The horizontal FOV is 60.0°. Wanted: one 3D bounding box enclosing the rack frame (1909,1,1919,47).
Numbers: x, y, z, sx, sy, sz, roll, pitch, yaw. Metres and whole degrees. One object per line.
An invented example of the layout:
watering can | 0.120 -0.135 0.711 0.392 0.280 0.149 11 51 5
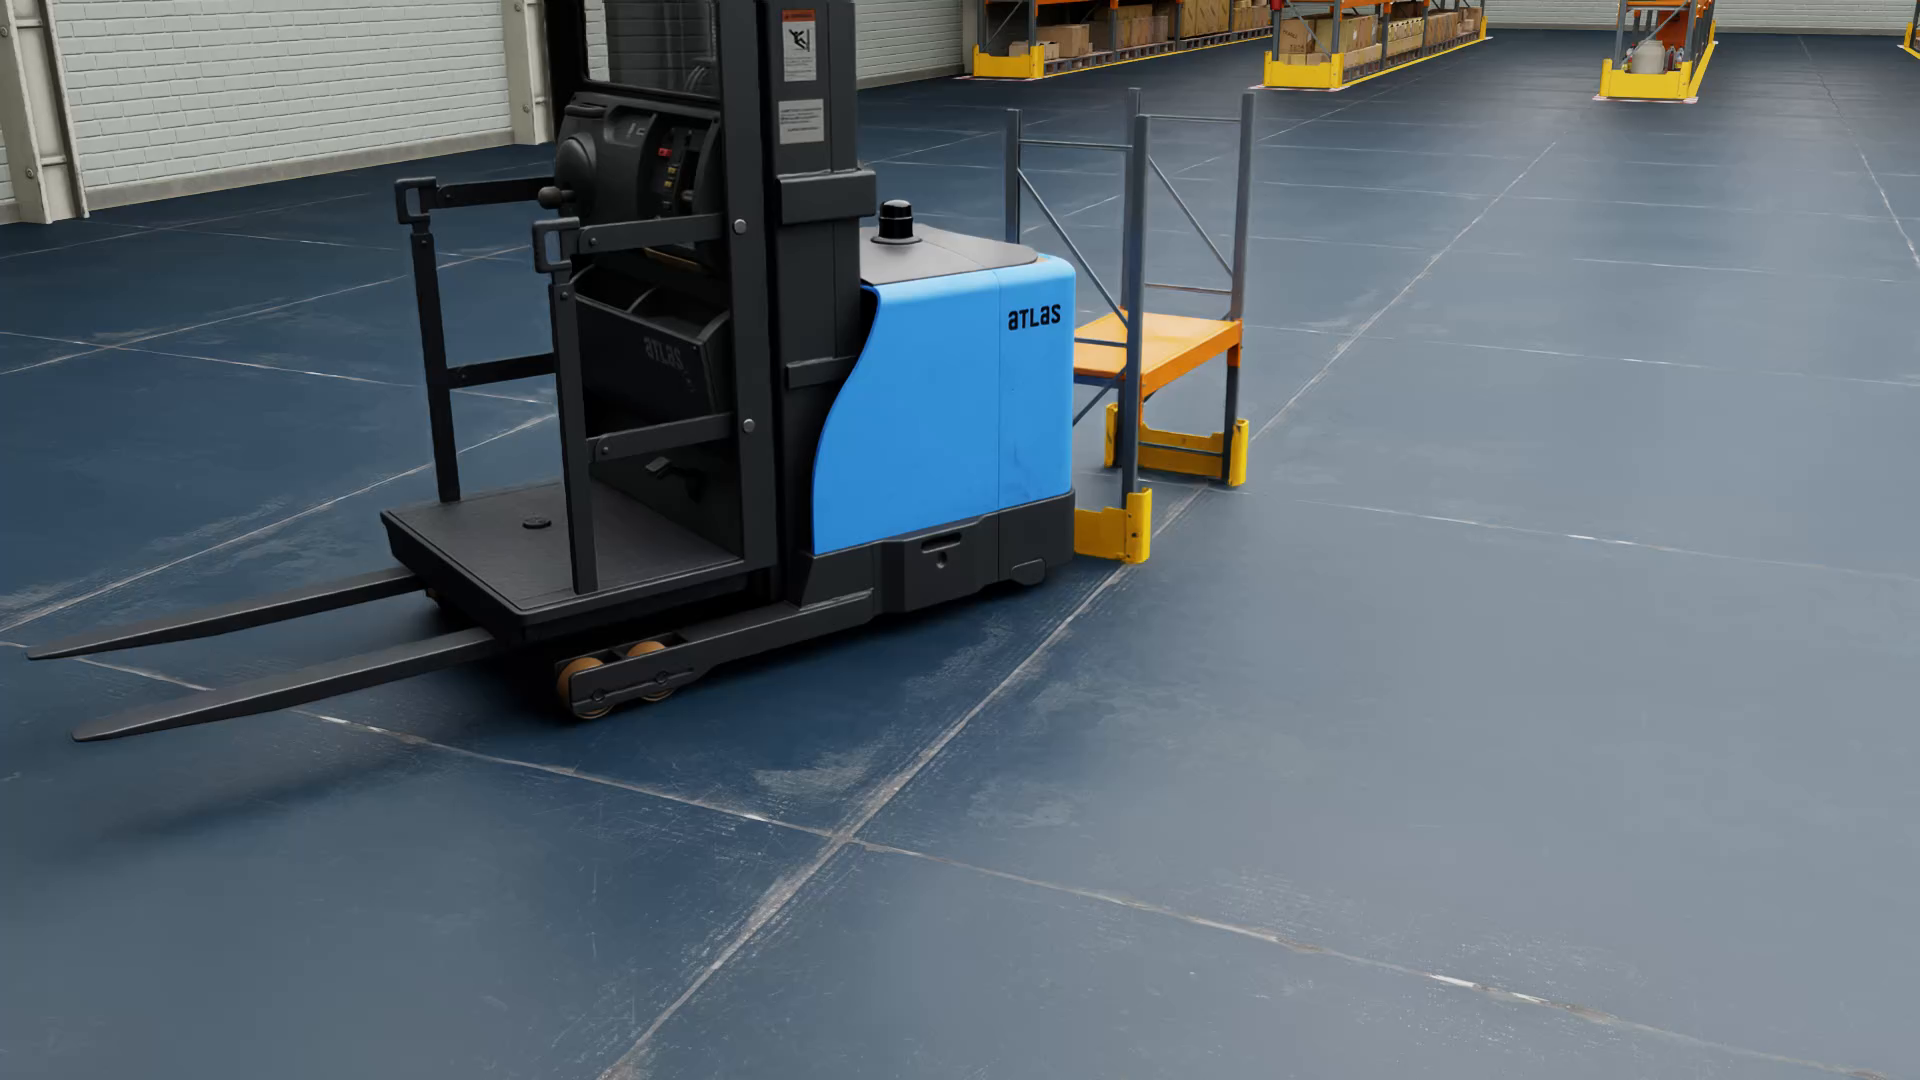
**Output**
rack frame | 20.876 -11.955 35.107 1.000 3.000 0.127 9 21 23

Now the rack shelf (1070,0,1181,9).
rack shelf | 3.224 -10.598 32.365 1.077 0.370 4.000 9 21 23

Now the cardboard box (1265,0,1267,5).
cardboard box | 7.237 -13.027 40.259 0.380 0.149 0.250 8 21 22

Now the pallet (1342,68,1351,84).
pallet | 5.563 -7.350 26.320 1.003 0.211 1.213 9 21 23

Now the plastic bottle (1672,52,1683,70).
plastic bottle | 11.162 -7.447 25.840 0.152 0.276 0.135 9 21 24

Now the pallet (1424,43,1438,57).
pallet | 8.904 -9.779 33.150 1.003 0.211 1.213 9 21 23

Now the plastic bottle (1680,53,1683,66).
plastic bottle | 10.942 -7.249 25.272 0.061 0.283 0.133 9 21 24

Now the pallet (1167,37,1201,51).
pallet | 4.435 -10.465 35.080 1.003 0.211 1.213 9 21 23

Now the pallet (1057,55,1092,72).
pallet | 1.664 -8.427 29.349 1.003 0.211 1.213 9 21 23

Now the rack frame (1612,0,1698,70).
rack frame | 9.806 -7.743 23.265 1.000 3.000 0.127 9 21 23

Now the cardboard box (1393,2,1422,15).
cardboard box | 9.167 -10.902 34.101 0.500 0.250 0.500 8 21 22

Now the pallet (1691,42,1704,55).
pallet | 14.365 -9.867 33.400 1.003 0.211 1.213 9 21 23

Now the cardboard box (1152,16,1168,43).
cardboard box | 3.796 -10.350 33.670 0.700 0.500 0.500 9 21 23

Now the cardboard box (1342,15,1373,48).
cardboard box | 6.519 -8.426 27.543 0.500 0.500 0.500 9 21 23

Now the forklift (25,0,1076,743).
forklift | -1.099 -1.087 4.652 3.031 2.935 1.130 -14 24 -35

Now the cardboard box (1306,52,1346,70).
cardboard box | 5.711 -7.460 25.945 0.500 0.250 0.500 9 21 23

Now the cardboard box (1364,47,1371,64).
cardboard box | 6.530 -8.071 27.663 0.500 0.250 0.500 9 21 23

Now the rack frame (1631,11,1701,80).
rack frame | 11.443 -8.966 26.703 1.000 3.000 0.127 9 21 23

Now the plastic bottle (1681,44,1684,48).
plastic bottle | 11.443 -7.689 26.409 0.144 0.351 0.185 8 21 21

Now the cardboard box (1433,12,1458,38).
cardboard box | 10.261 -10.932 35.304 0.500 0.500 0.500 8 21 22

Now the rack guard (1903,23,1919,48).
rack guard | 20.886 -10.784 35.547 1.175 0.500 0.348 9 21 23

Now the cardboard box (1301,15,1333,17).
cardboard box | 5.838 -8.345 27.314 0.500 0.500 0.500 9 21 23

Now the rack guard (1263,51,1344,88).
rack guard | 5.278 -7.239 25.577 1.175 0.500 0.348 9 21 23

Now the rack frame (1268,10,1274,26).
rack frame | 7.319 -13.994 40.840 1.000 3.000 0.127 9 21 23

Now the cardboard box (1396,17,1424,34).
cardboard box | 8.574 -9.842 31.807 0.500 0.311 0.500 9 22 24

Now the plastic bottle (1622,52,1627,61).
plastic bottle | 10.189 -7.330 25.502 0.061 0.283 0.133 9 22 24

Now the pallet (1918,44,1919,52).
pallet | 20.119 -10.014 33.812 1.003 0.211 1.213 9 21 23

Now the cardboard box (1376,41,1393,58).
cardboard box | 7.317 -8.638 29.259 0.500 0.250 0.500 8 21 21

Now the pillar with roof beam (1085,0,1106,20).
pillar with roof beam | 6.649 -13.505 30.514 9.100 9.000 0.400 9 21 23

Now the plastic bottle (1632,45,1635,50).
plastic bottle | 10.657 -7.678 26.377 0.144 0.351 0.185 8 21 20

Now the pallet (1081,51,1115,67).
pallet | 2.162 -8.801 30.402 1.003 0.211 1.213 9 21 23

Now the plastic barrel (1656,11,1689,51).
plastic barrel | 13.266 -9.516 30.862 0.600 0.830 0.708 9 21 23

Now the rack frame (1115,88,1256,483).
rack frame | 0.865 -0.977 6.477 0.500 1.500 0.032 10 22 27

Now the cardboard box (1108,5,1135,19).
cardboard box | 3.078 -10.230 32.213 0.500 0.250 0.500 8 21 21

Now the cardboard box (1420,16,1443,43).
cardboard box | 9.430 -10.312 33.563 0.500 0.500 0.500 8 21 22

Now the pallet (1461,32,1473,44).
pallet | 10.982 -11.362 37.604 1.003 0.211 1.213 9 21 23

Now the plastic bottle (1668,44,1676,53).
plastic bottle | 11.311 -7.708 26.464 0.144 0.351 0.185 9 21 23

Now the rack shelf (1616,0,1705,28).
rack shelf | 10.625 -8.016 25.105 1.077 0.370 4.000 9 21 23

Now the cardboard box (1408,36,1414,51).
cardboard box | 8.155 -9.266 31.024 0.500 0.250 0.500 9 22 24

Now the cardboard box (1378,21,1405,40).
cardboard box | 7.743 -9.216 30.047 0.500 0.311 0.500 8 21 21

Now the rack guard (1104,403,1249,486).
rack guard | 0.864 -0.387 6.685 0.587 0.250 0.087 10 22 27

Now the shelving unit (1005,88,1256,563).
shelving unit | 0.626 -0.830 6.064 0.587 1.500 1.083 10 22 27

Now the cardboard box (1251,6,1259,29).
cardboard box | 6.714 -12.479 39.686 0.700 0.500 0.500 8 21 21

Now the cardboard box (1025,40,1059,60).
cardboard box | 1.366 -8.416 28.514 0.500 0.311 0.500 11 22 27

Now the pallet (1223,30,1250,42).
pallet | 6.064 -11.679 38.493 1.003 0.211 1.213 9 21 23

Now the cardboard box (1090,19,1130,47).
cardboard box | 2.857 -9.747 31.973 0.700 0.500 0.500 8 21 22

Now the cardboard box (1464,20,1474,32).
cardboard box | 11.426 -11.740 37.952 0.500 0.250 0.500 9 21 23

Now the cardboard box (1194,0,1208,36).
cardboard box | 4.829 -11.207 35.586 0.750 0.750 0.750 8 21 22
